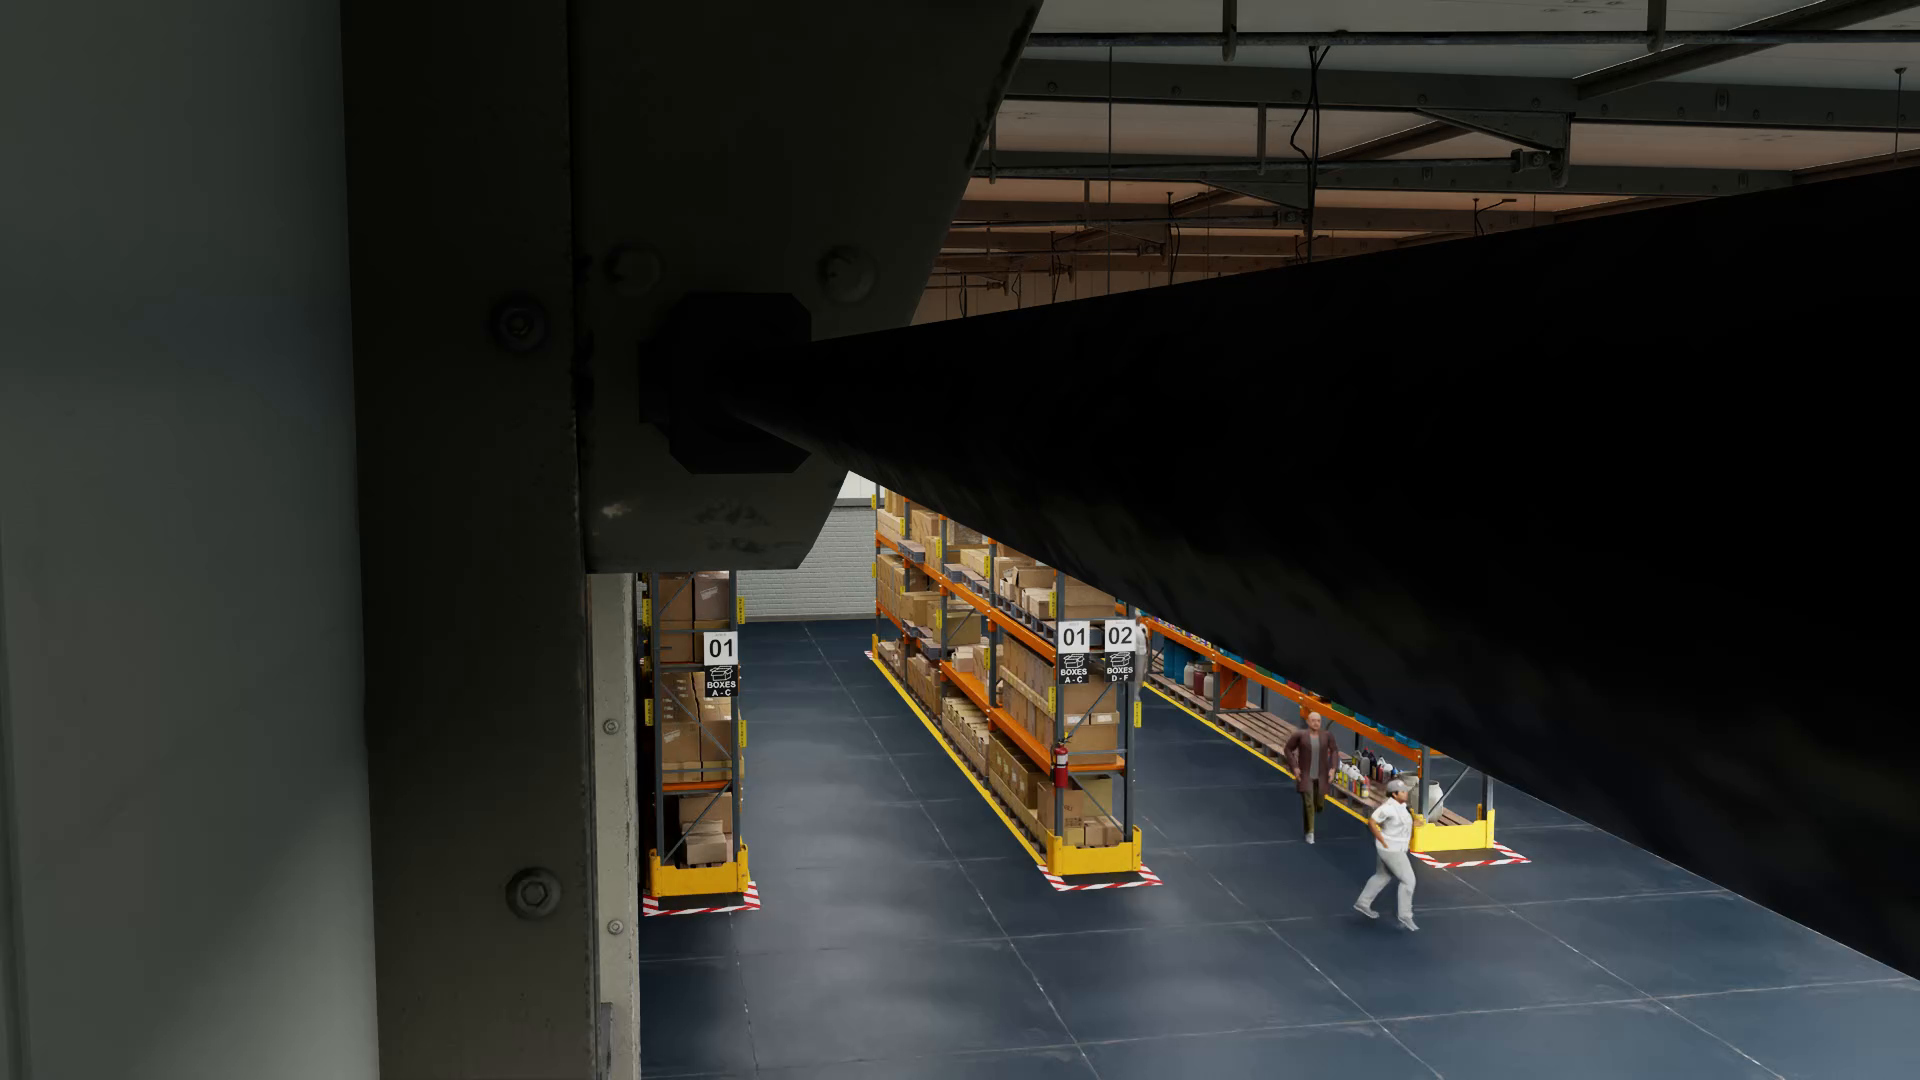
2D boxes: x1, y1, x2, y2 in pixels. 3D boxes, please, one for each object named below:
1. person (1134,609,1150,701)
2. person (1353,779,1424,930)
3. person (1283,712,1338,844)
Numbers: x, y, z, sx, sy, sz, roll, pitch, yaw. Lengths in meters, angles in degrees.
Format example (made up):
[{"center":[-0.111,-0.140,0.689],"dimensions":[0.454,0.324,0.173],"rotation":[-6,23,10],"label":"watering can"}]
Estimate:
[{"center":[3.229,2.091,30.435],"dimensions":[0.572,1.666,0.560],"rotation":[-1,6,-12],"label":"person"},{"center":[4.900,3.574,18.993],"dimensions":[0.764,1.734,0.576],"rotation":[2,6,16],"label":"person"},{"center":[4.747,3.178,22.525],"dimensions":[0.737,1.753,0.726],"rotation":[0,6,-2],"label":"person"}]
